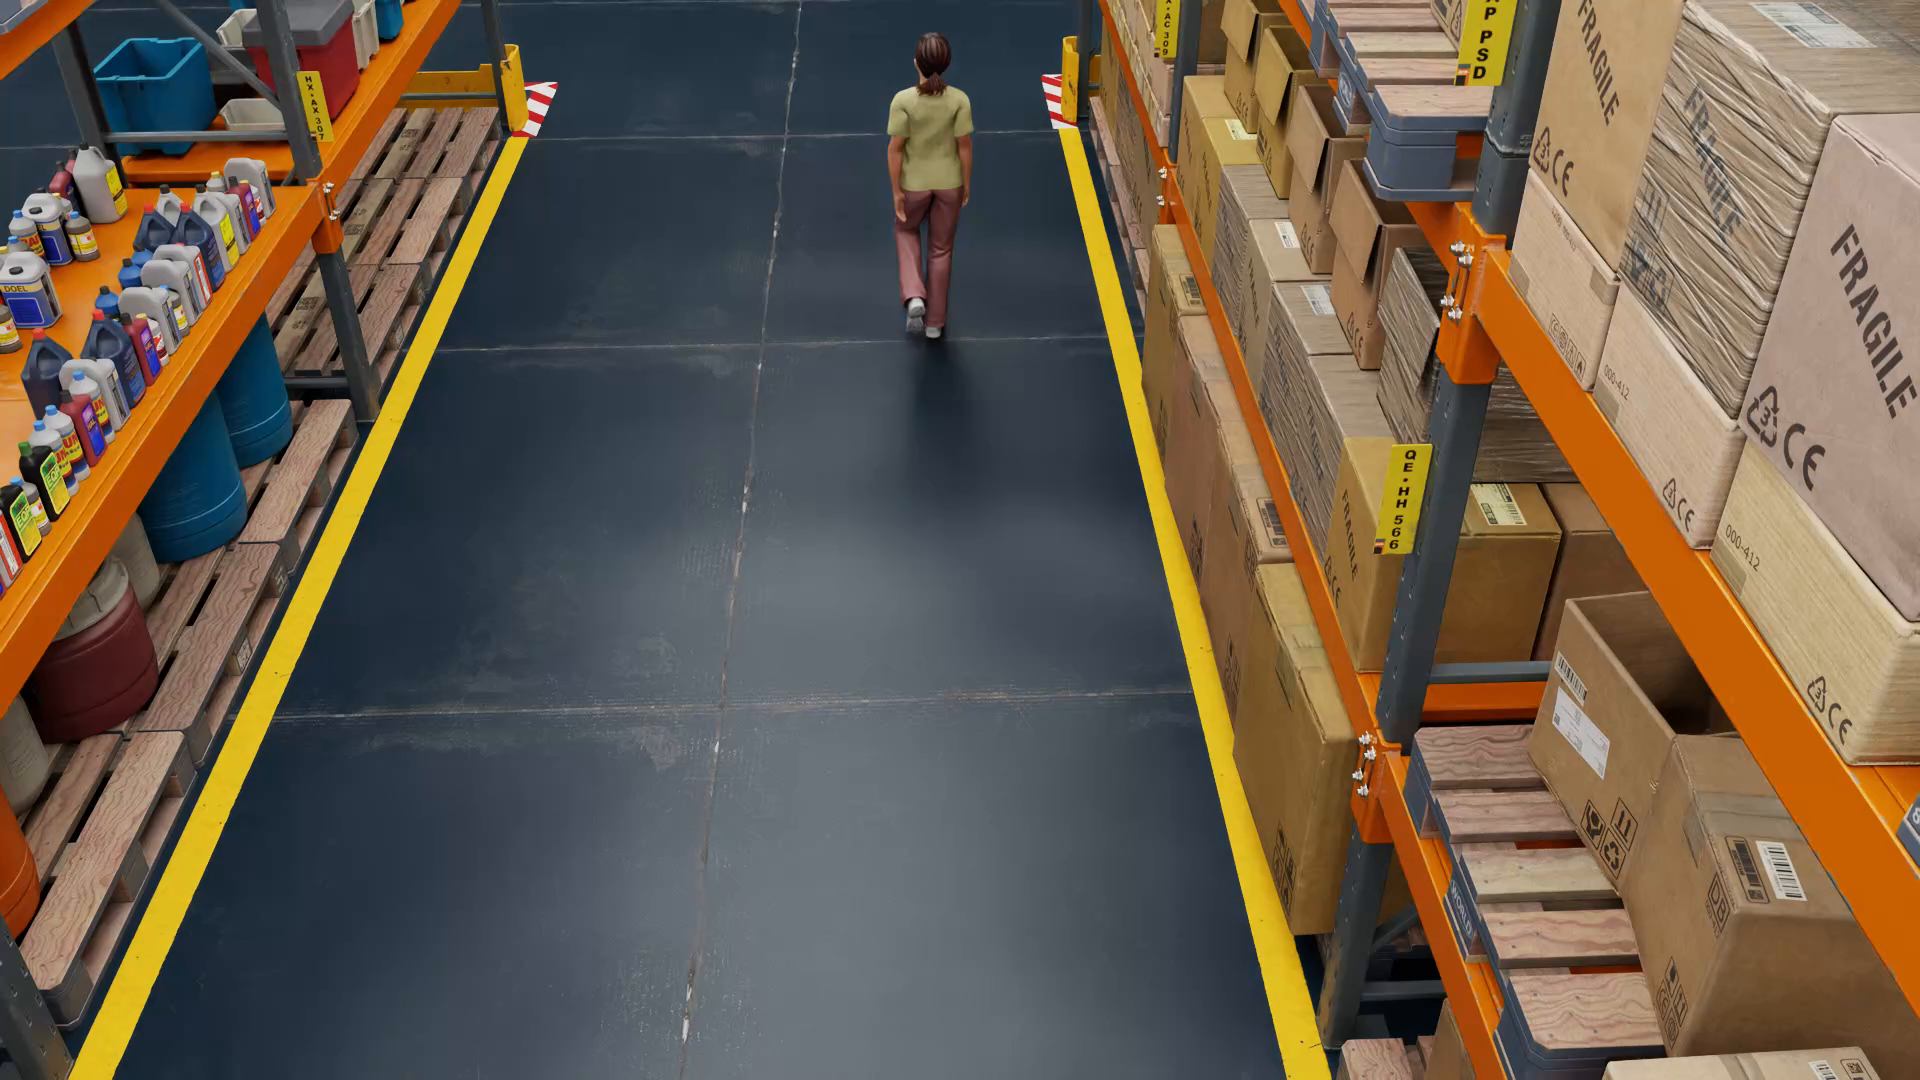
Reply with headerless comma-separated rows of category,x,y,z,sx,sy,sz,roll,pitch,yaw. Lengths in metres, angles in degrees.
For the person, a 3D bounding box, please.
person,-0.152,-1.851,8.722,0.444,1.656,0.476,-1,35,-1
